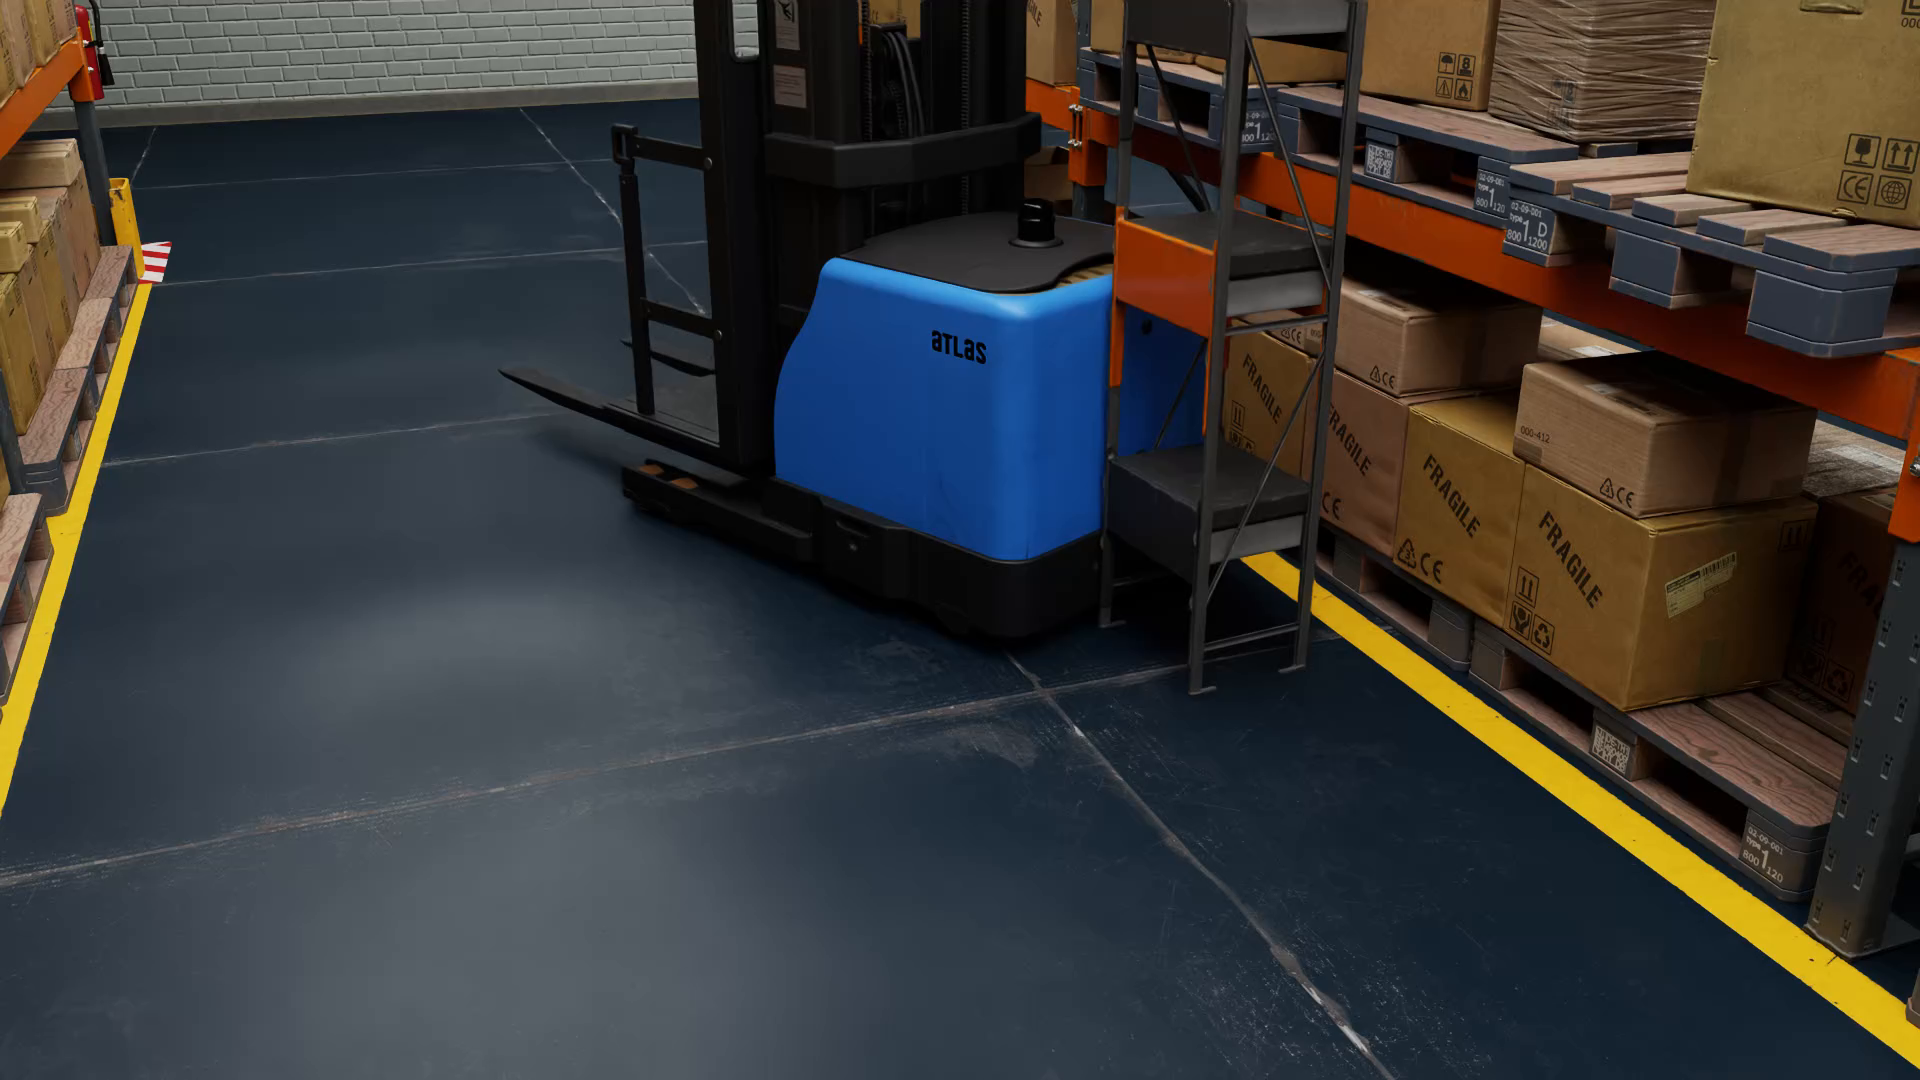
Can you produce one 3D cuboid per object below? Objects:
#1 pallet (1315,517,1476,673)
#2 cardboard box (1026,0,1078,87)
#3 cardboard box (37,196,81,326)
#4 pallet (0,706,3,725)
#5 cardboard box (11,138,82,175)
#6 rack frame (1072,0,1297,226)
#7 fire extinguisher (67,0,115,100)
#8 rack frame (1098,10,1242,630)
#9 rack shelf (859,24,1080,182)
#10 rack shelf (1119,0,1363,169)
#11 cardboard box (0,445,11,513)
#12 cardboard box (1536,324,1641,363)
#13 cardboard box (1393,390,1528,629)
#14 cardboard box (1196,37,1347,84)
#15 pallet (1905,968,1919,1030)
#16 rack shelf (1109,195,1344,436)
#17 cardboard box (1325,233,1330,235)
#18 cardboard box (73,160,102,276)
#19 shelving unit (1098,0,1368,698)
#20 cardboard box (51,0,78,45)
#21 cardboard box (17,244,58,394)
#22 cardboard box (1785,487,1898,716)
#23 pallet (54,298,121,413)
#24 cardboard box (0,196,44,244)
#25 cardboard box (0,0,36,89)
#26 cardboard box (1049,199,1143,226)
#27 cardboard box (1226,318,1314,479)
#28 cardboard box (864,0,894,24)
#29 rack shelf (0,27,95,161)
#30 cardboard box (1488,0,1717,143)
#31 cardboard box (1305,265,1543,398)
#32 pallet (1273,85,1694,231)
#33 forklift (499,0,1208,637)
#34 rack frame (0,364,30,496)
[{"bbox_3d":[1.705,0.005,5.465,1.003,0.211,1.213,-8,24,-19],"label":"pallet"},{"bbox_3d":[0.531,-2.206,6.994,0.500,0.500,0.500,-8,24,-18],"label":"cardboard box"},{"bbox_3d":[-4.403,-1.223,7.467,0.700,0.500,0.500,-9,25,-21],"label":"cardboard box"},{"bbox_3d":[-2.908,0.666,3.898,1.003,0.211,1.213,-8,24,-19],"label":"pallet"},{"bbox_3d":[-4.542,-1.865,8.154,0.380,0.149,0.250,-9,24,-20],"label":"cardboard box"},{"bbox_3d":[0.947,-2.014,6.666,1.000,3.000,0.127,-8,24,-19],"label":"rack frame"},{"bbox_3d":[-4.720,-2.697,8.866,0.296,0.674,0.183,-8,24,-19],"label":"fire extinguisher"},{"bbox_3d":[0.611,-0.729,4.773,0.400,2.100,0.015,-11,25,-25],"label":"rack frame"},{"bbox_3d":[0.241,-2.409,8.530,1.077,0.370,4.000,-8,24,-19],"label":"rack shelf"},{"bbox_3d":[0.724,-1.278,4.308,0.431,0.518,0.480,-11,25,-25],"label":"rack shelf"},{"bbox_3d":[-3.334,-0.317,4.868,0.750,0.750,0.750,-8,24,-18],"label":"cardboard box"},{"bbox_3d":[1.915,-0.377,5.435,0.500,0.500,0.500,-9,25,-21],"label":"cardboard box"},{"bbox_3d":[1.628,-0.107,4.794,0.500,0.500,0.500,-9,25,-21],"label":"cardboard box"},{"bbox_3d":[1.208,-1.810,5.512,0.700,0.500,0.500,-5,23,-11],"label":"cardboard box"},{"bbox_3d":[2.615,1.029,3.037,1.003,0.211,1.213,-8,24,-19],"label":"pallet"},{"bbox_3d":[0.721,-0.632,4.578,0.431,0.518,0.480,-11,25,-25],"label":"rack shelf"},{"bbox_3d":[1.390,-0.925,6.734,0.500,0.500,0.500,-8,24,-19],"label":"cardboard box"},{"bbox_3d":[-4.758,-1.587,8.332,0.700,0.500,0.500,-8,24,-19],"label":"cardboard box"},{"bbox_3d":[0.721,-0.645,4.572,0.431,2.100,0.503,-11,25,-25],"label":"shelving unit"},{"bbox_3d":[-4.909,-2.741,8.004,0.980,0.700,0.700,-7,24,-17],"label":"cardboard box"},{"bbox_3d":[-4.028,-0.843,6.567,0.700,0.500,0.500,-9,24,-20],"label":"cardboard box"},{"bbox_3d":[2.467,0.184,4.103,0.500,0.500,0.500,-7,24,-17],"label":"cardboard box"},{"bbox_3d":[-4.316,-0.779,7.326,1.003,0.211,1.213,-8,24,-19],"label":"pallet"},{"bbox_3d":[-3.989,-1.298,6.811,0.380,0.149,0.250,-9,24,-20],"label":"cardboard box"},{"bbox_3d":[-4.381,-2.199,6.720,0.980,0.700,0.700,-10,25,-22],"label":"cardboard box"},{"bbox_3d":[0.481,-1.233,7.465,0.500,0.500,0.500,-8,24,-19],"label":"cardboard box"},{"bbox_3d":[1.259,-0.481,5.680,0.500,0.500,0.500,-8,24,-18],"label":"cardboard box"},{"bbox_3d":[-0.194,-2.946,8.750,0.500,0.500,0.500,-8,24,-19],"label":"cardboard box"},{"bbox_3d":[-4.392,-1.728,6.914,1.077,0.370,4.000,-8,24,-19],"label":"rack shelf"},{"bbox_3d":[1.888,-1.372,4.474,0.700,0.500,0.500,-4,23,-9],"label":"cardboard box"},{"bbox_3d":[1.421,-0.656,5.130,0.500,0.250,0.500,-9,24,-20],"label":"cardboard box"},{"bbox_3d":[1.669,-1.178,4.930,1.003,0.211,1.213,-8,24,-19],"label":"pallet"},{"bbox_3d":[-0.576,-1.534,5.616,3.031,2.935,1.130,20,30,40],"label":"forklift"},{"bbox_3d":[-3.686,-1.333,5.050,1.000,3.000,0.127,-8,24,-19],"label":"rack frame"}]
